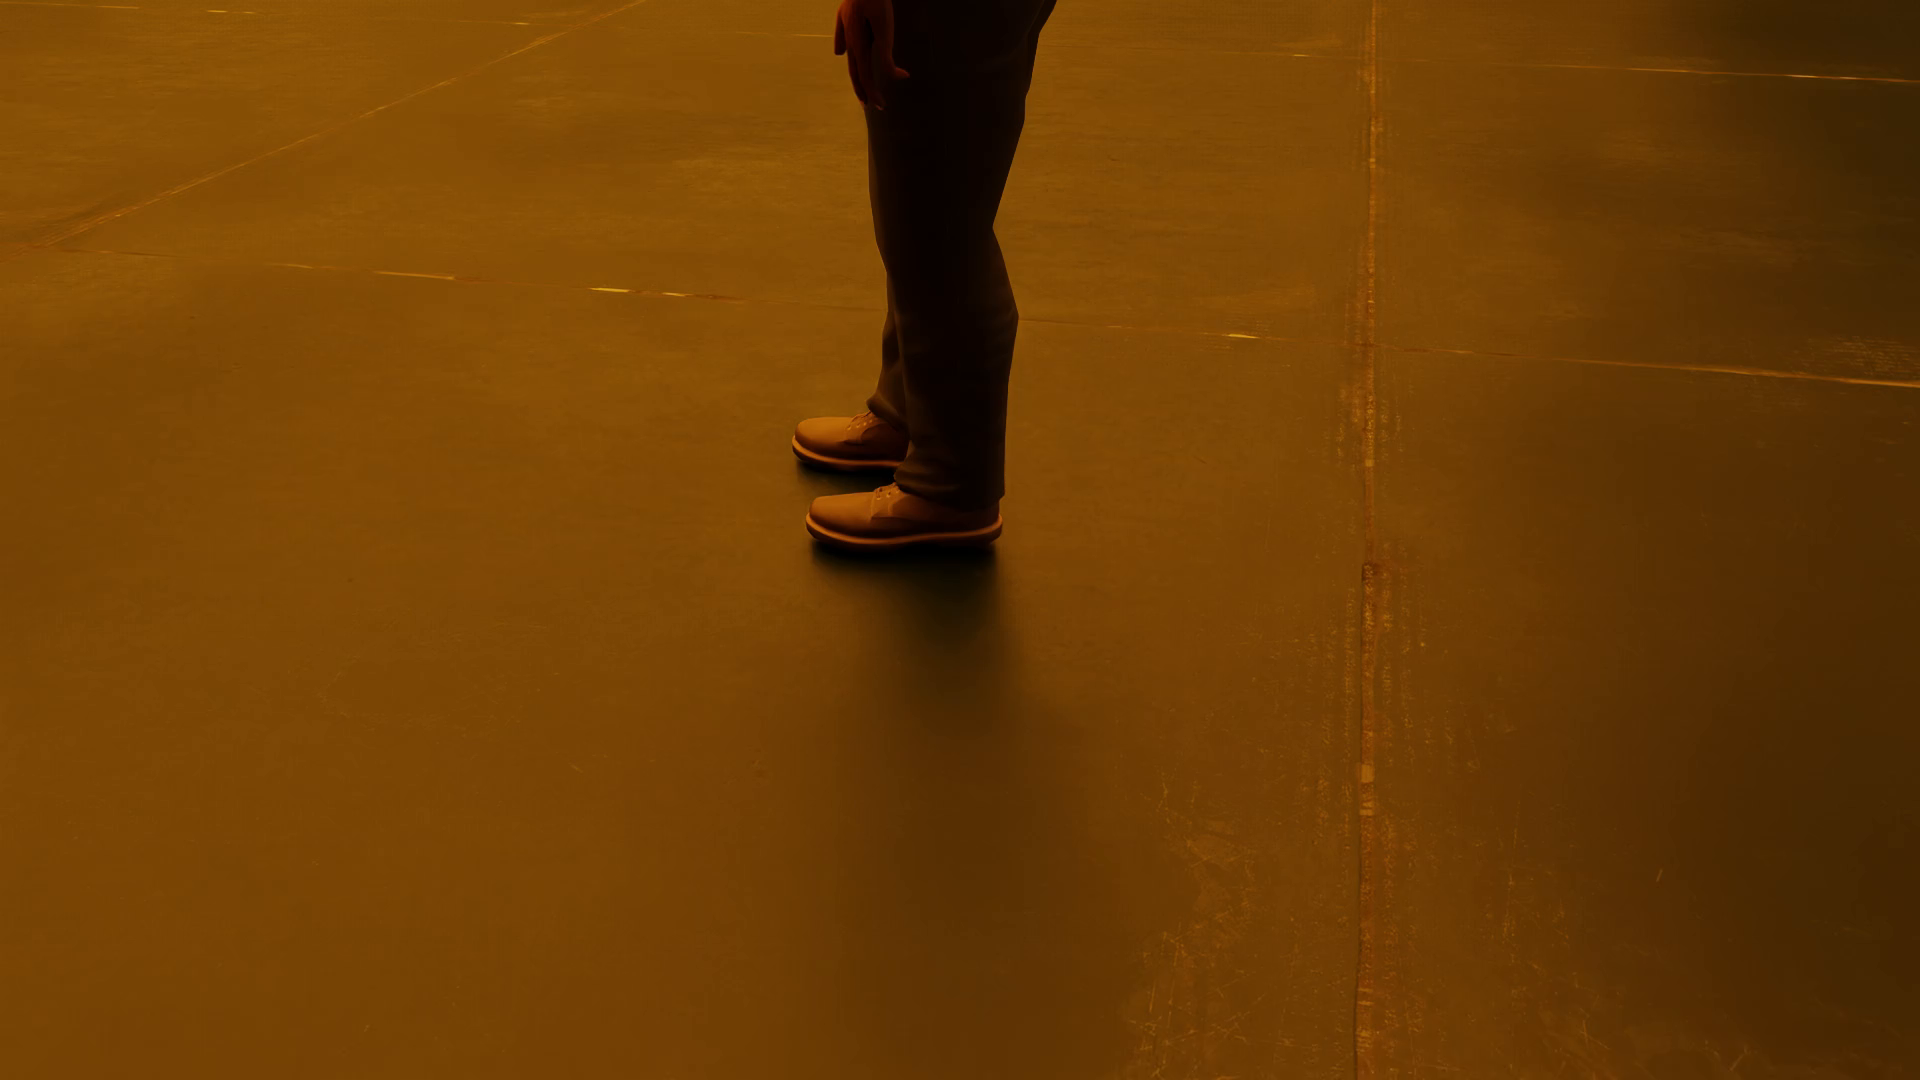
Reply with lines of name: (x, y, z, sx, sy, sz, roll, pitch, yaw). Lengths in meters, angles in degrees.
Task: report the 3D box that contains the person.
person: (-0.081, -0.762, 2.159, 0.504, 1.654, 0.569, 6, 27, 11)
